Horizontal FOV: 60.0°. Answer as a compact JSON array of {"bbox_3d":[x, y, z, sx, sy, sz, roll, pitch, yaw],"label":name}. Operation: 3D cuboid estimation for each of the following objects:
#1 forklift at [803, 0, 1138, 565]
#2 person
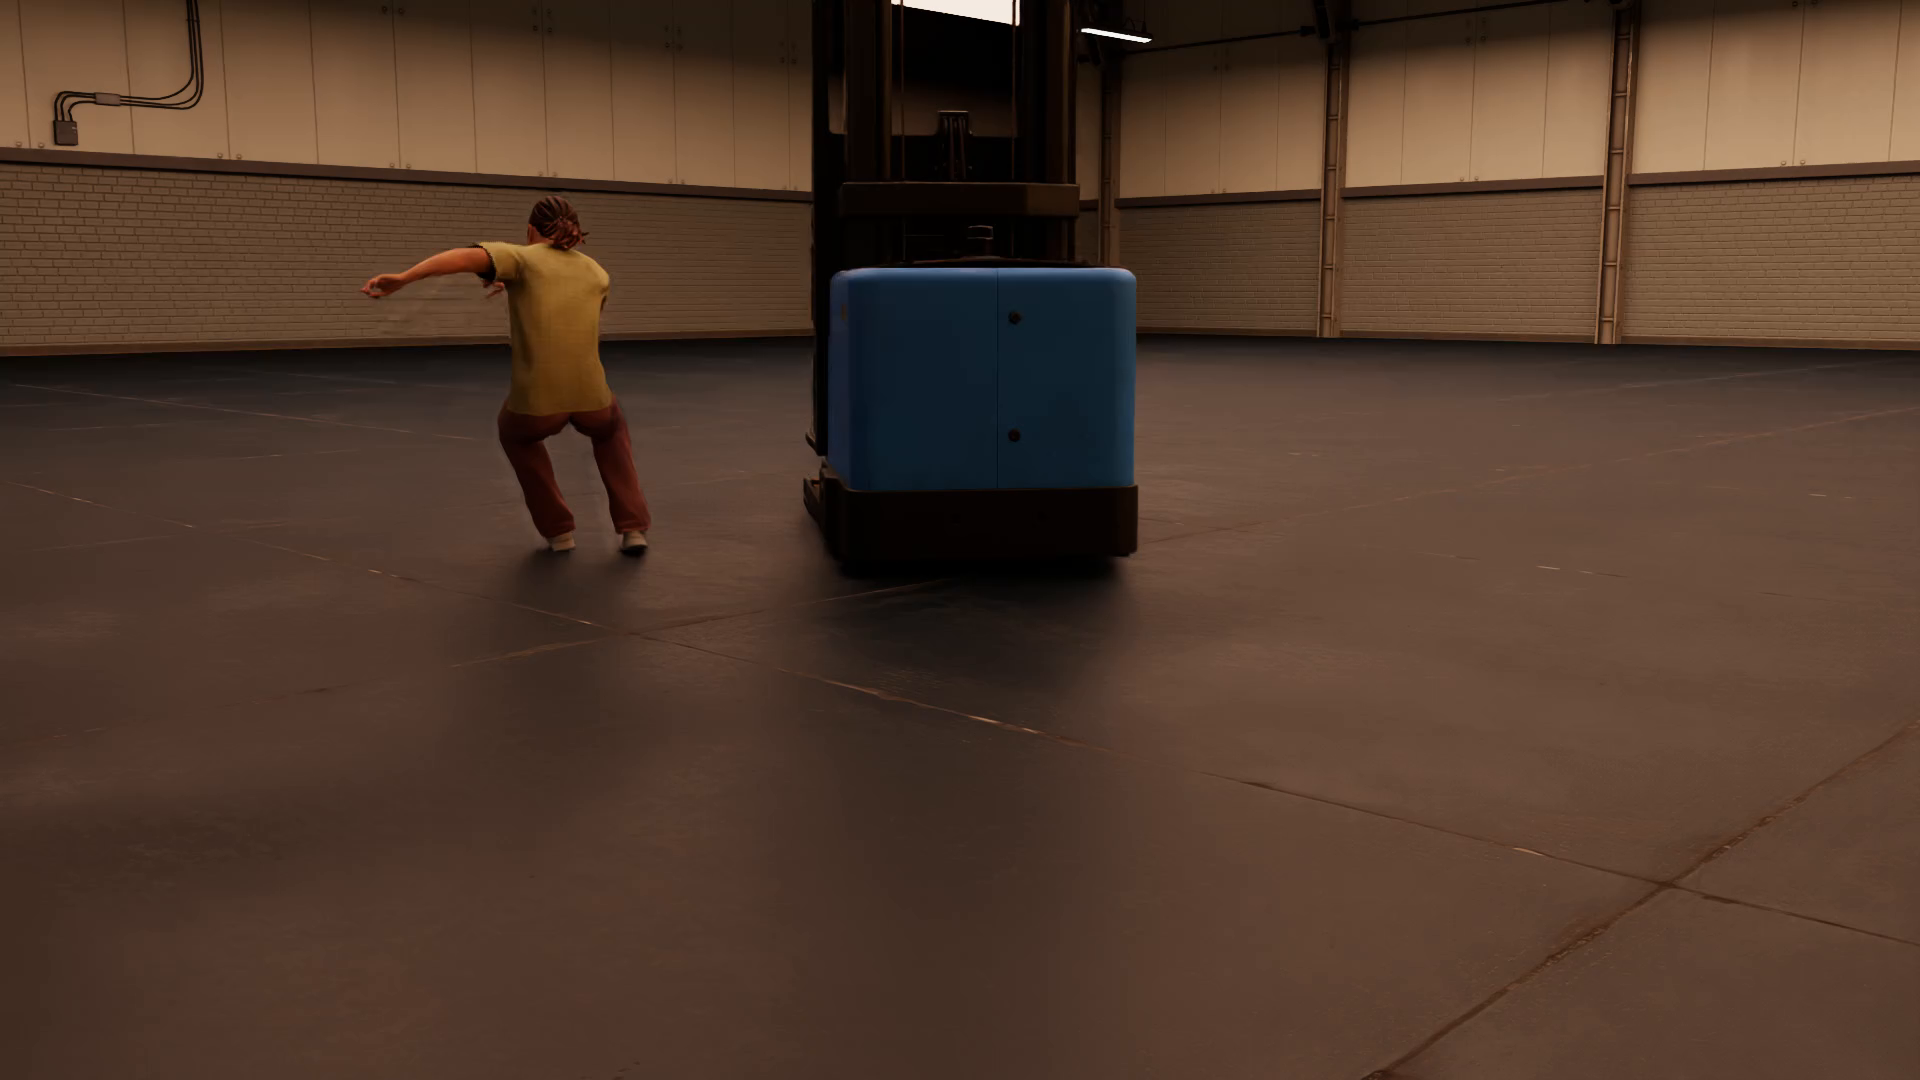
[{"bbox_3d":[-0.104,-1.539,7.096,1.130,2.935,3.031,-1,9,-9],"label":"forklift"},{"bbox_3d":[-1.636,-0.556,6.011,1.112,1.363,0.877,-5,10,-28],"label":"person"}]
